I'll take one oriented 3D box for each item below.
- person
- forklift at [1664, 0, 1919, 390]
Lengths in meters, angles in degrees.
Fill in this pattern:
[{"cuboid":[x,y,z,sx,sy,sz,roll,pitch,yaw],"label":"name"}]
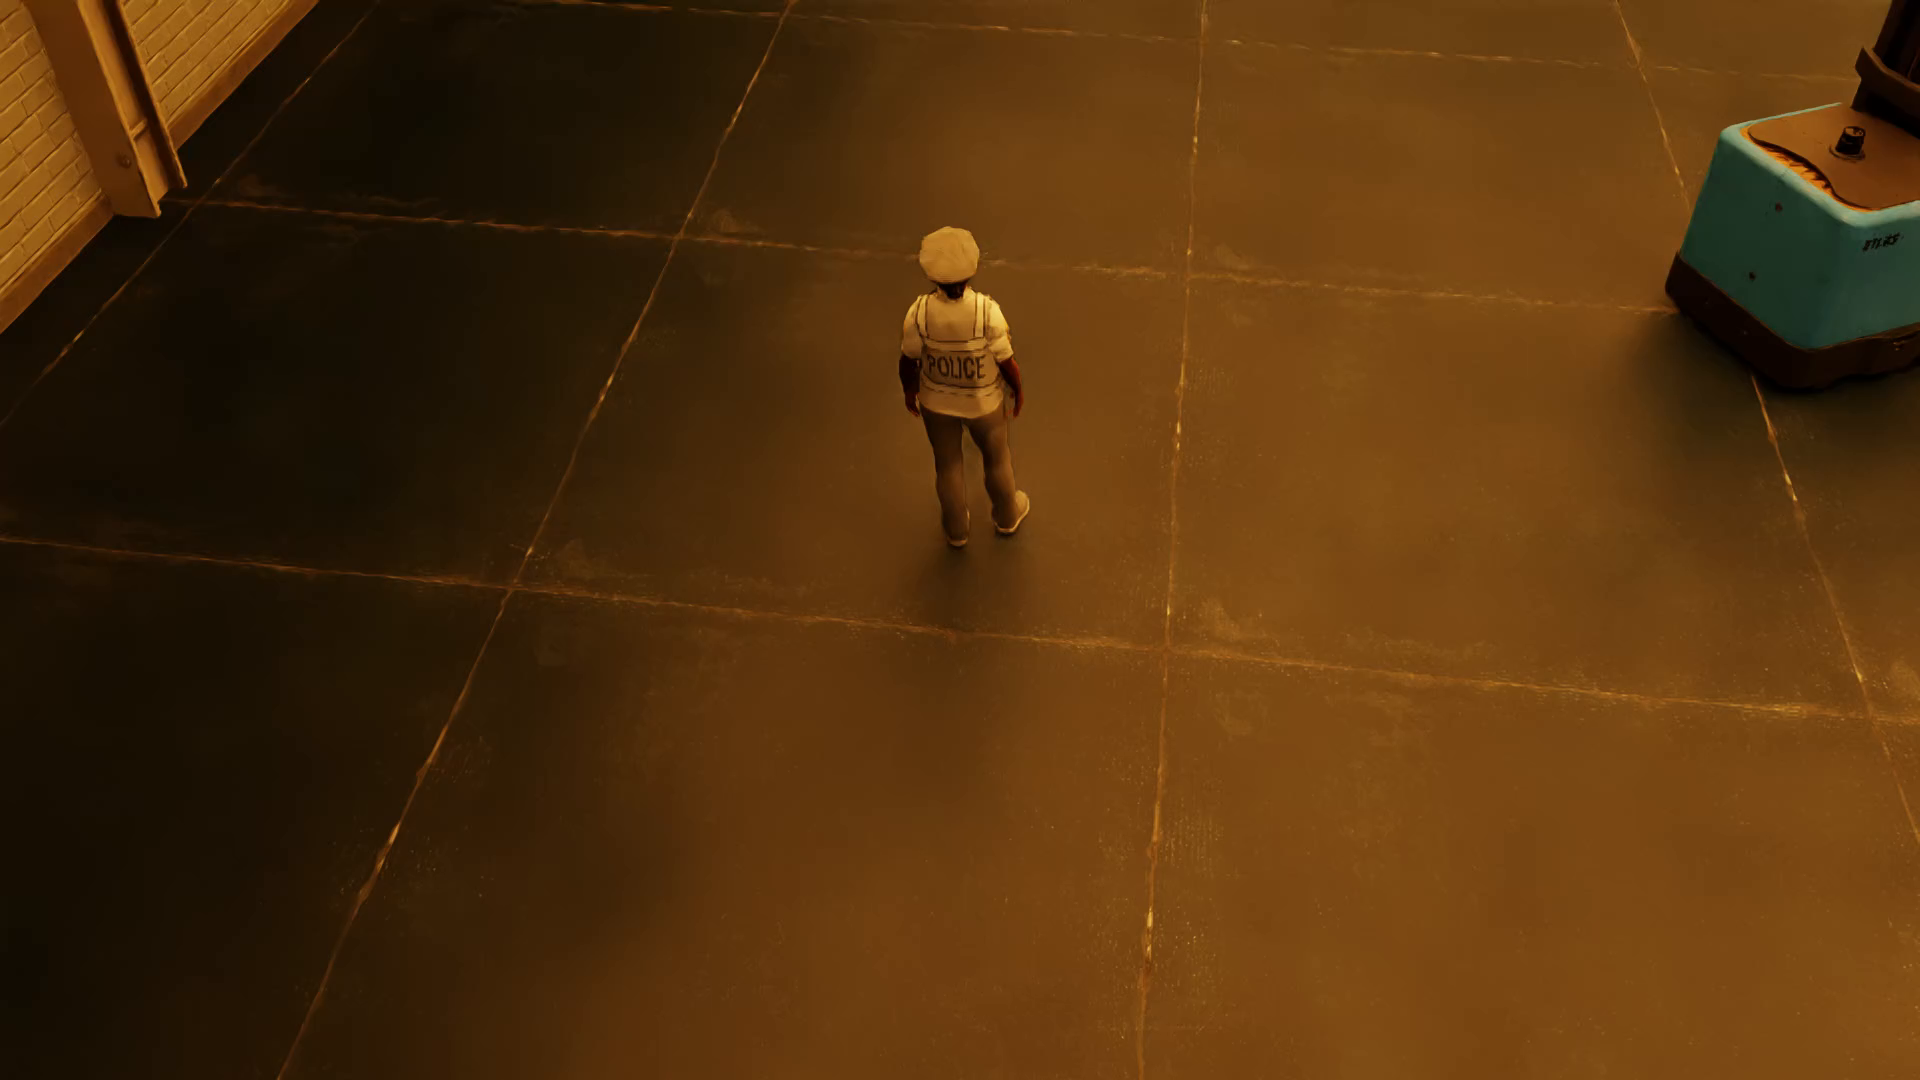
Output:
[{"cuboid":[0.039,-0.677,7.364,0.550,1.695,0.529,5,43,6],"label":"person"},{"cuboid":[5.514,-2.487,8.432,3.031,2.935,1.130,-14,44,-15],"label":"forklift"}]
